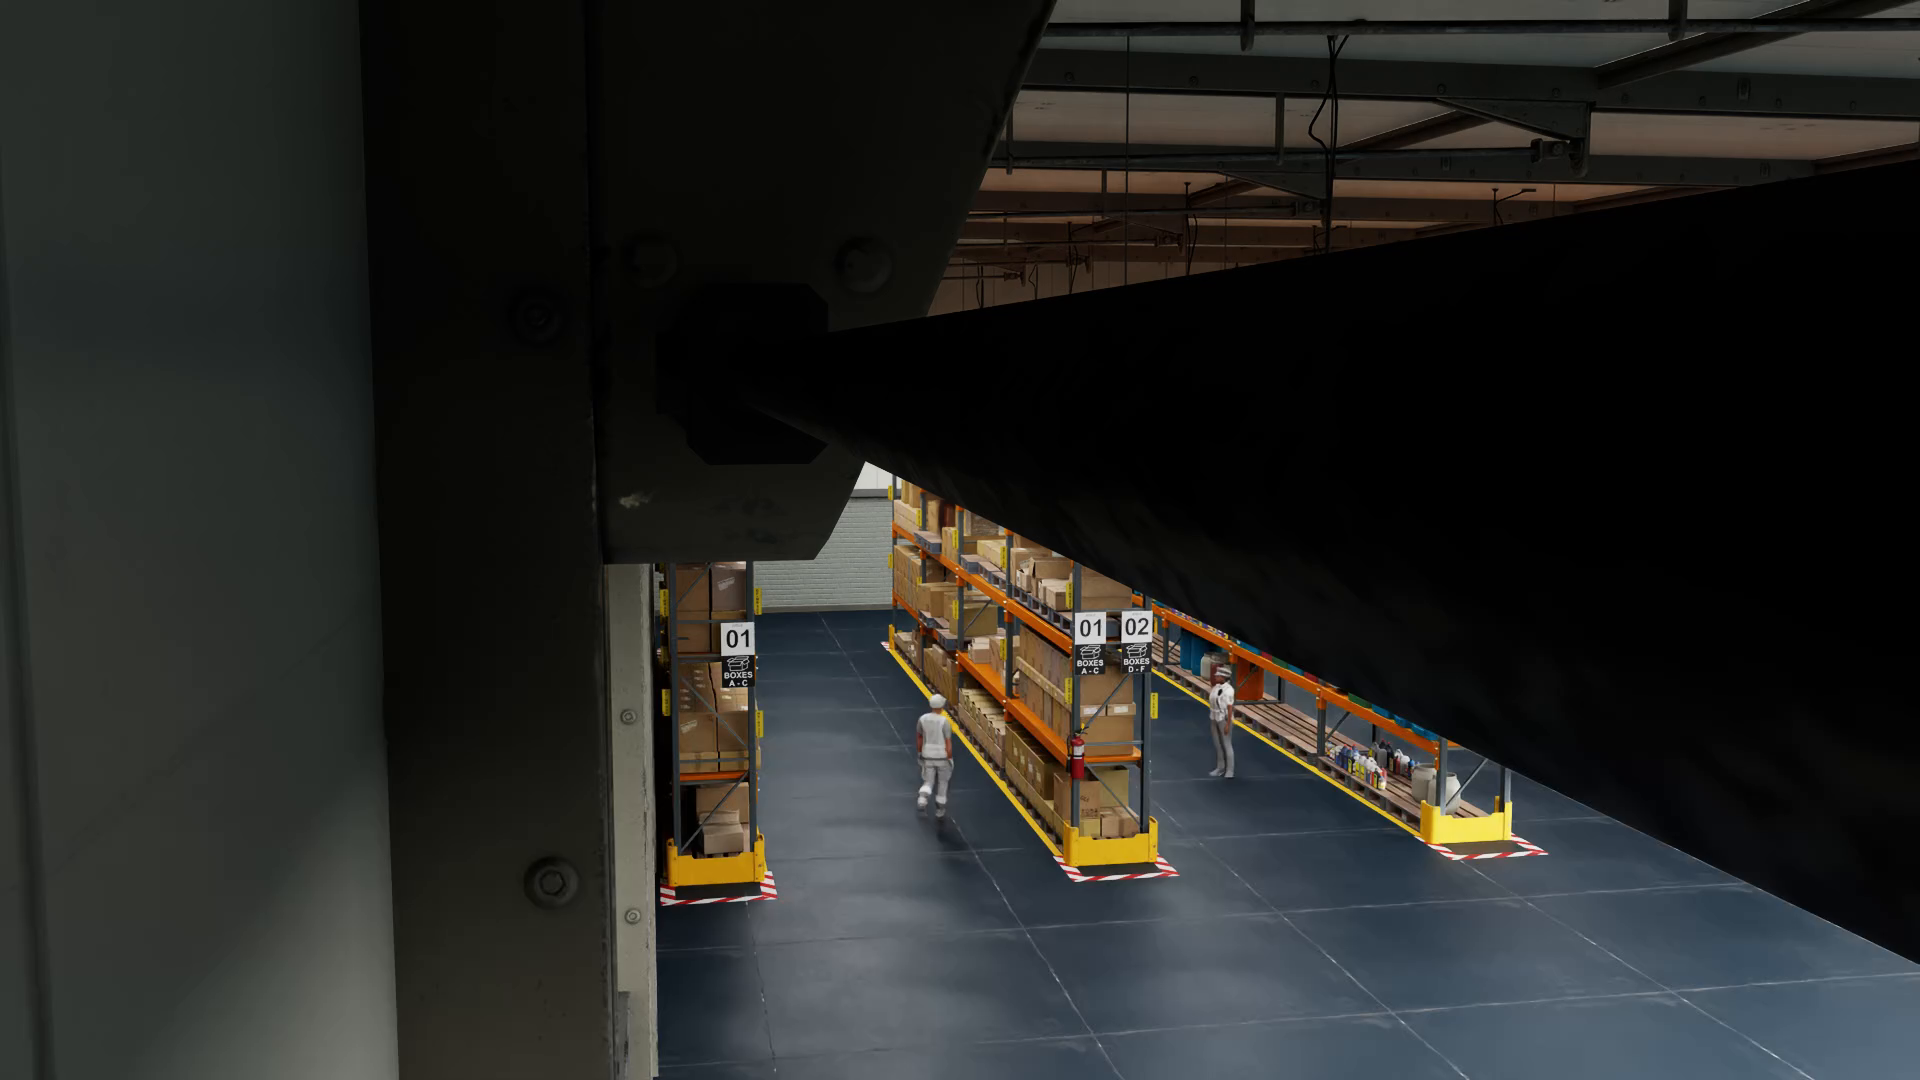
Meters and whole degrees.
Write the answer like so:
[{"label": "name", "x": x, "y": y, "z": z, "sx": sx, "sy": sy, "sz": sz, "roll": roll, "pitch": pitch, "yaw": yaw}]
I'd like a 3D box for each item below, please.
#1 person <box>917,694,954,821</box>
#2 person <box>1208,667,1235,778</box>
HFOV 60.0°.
[{"label": "person", "x": -0.351, "y": 2.984, "z": 22.721, "sx": 0.555, "sy": 1.779, "sz": 0.707, "roll": 3, "pitch": 7, "yaw": 22}, {"label": "person", "x": 3.994, "y": 2.771, "z": 25.289, "sx": 0.384, "sy": 1.711, "sz": 0.504, "roll": -3, "pitch": 7, "yaw": -28}]
